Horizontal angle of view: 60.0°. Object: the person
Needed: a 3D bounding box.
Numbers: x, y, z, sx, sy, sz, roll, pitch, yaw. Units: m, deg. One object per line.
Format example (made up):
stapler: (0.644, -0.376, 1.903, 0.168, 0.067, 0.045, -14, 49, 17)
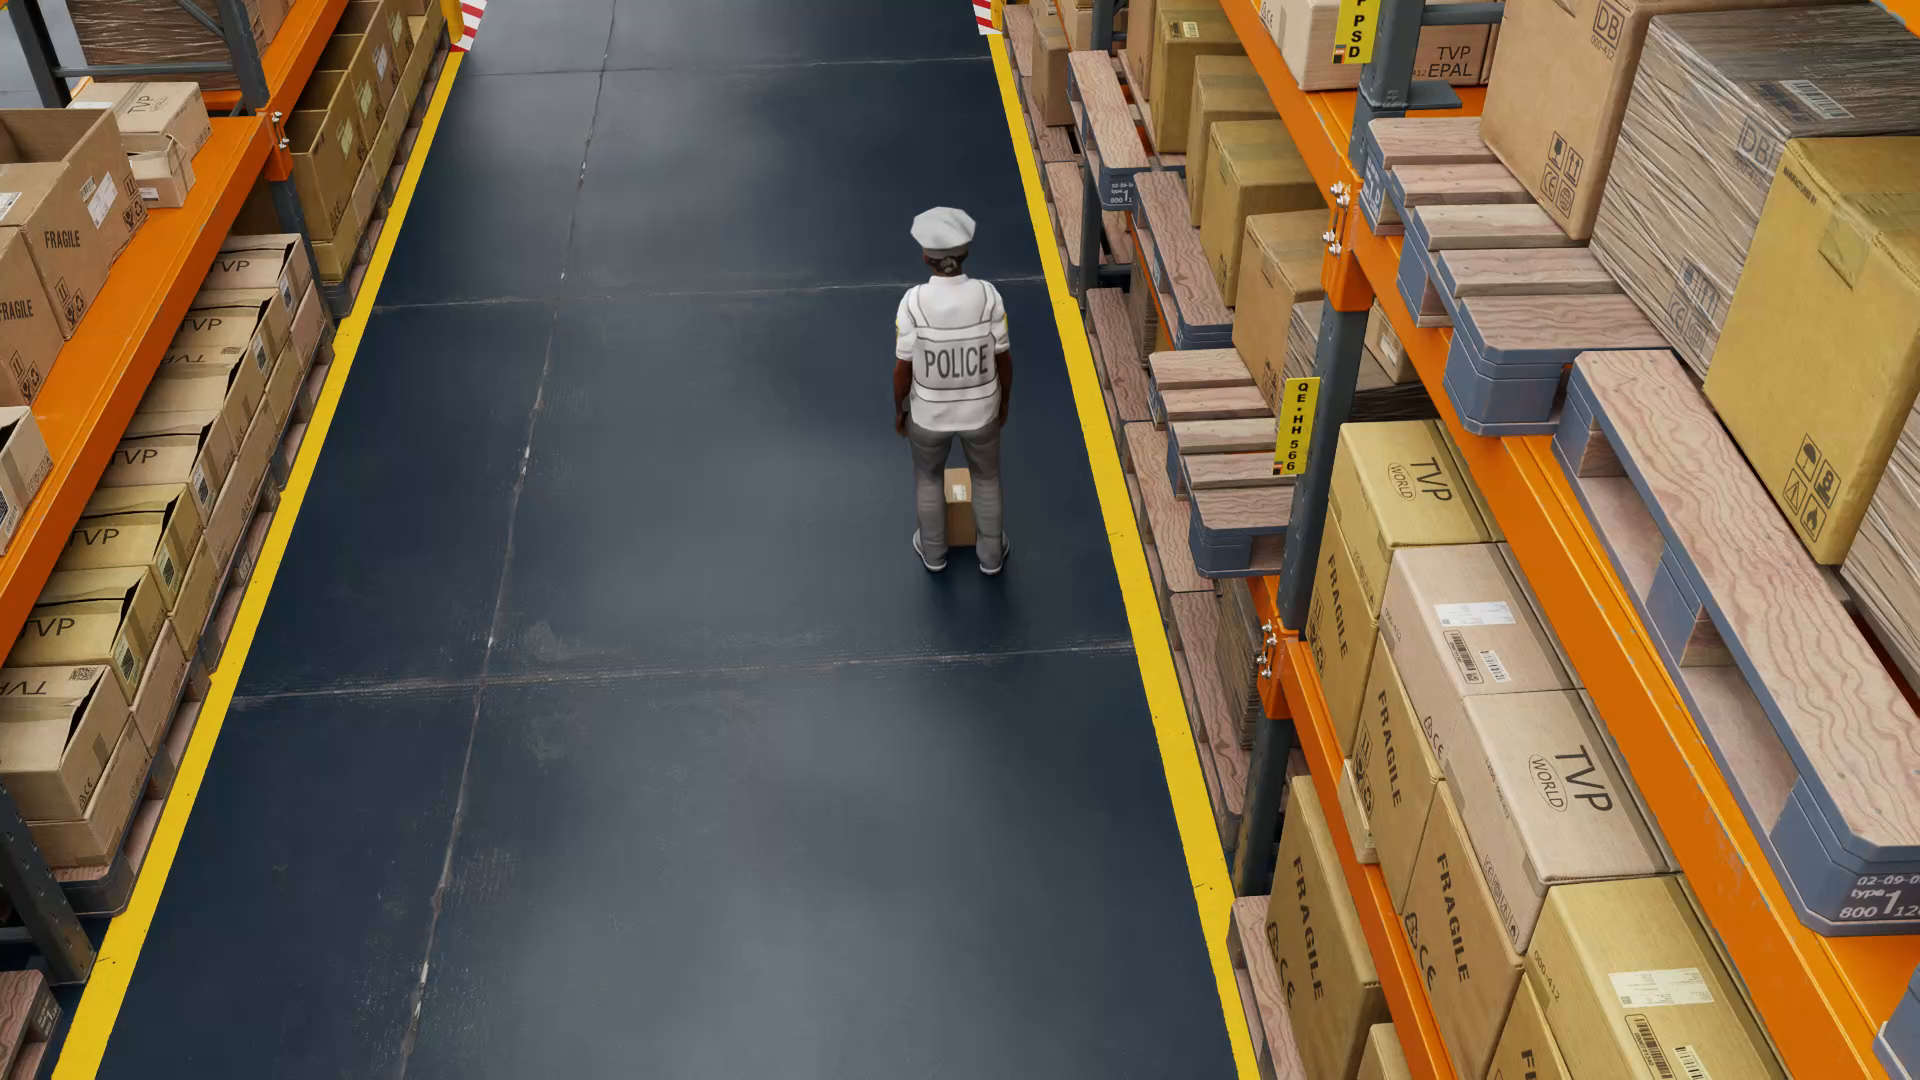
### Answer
person: (-0.024, -0.550, 6.827, 0.510, 1.657, 0.425, -5, 40, -6)
